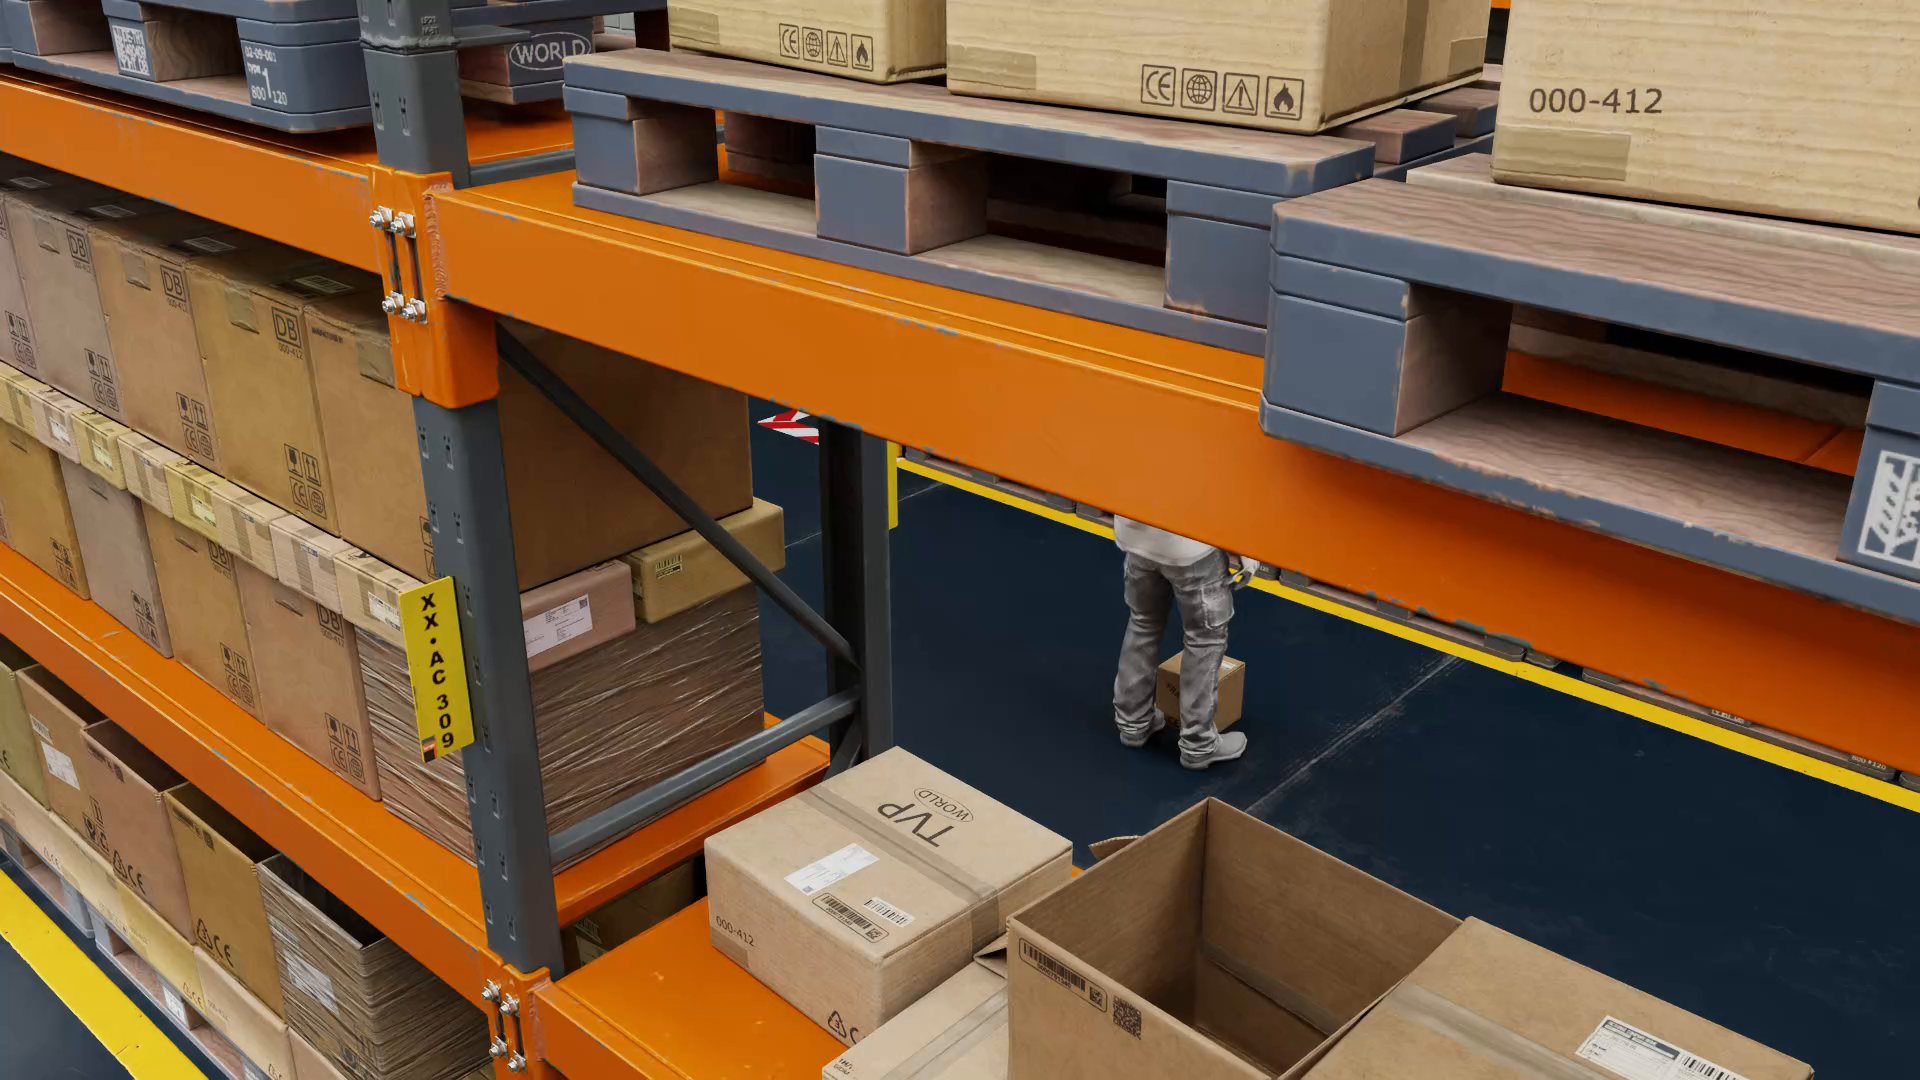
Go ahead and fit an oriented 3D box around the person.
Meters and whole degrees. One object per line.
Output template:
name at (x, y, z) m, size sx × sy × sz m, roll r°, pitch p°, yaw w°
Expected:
person at (0.811, -0.019, 6.128) m, size 0.619 × 1.775 × 0.446 m, roll 20°, pitch 31°, yaw 38°
